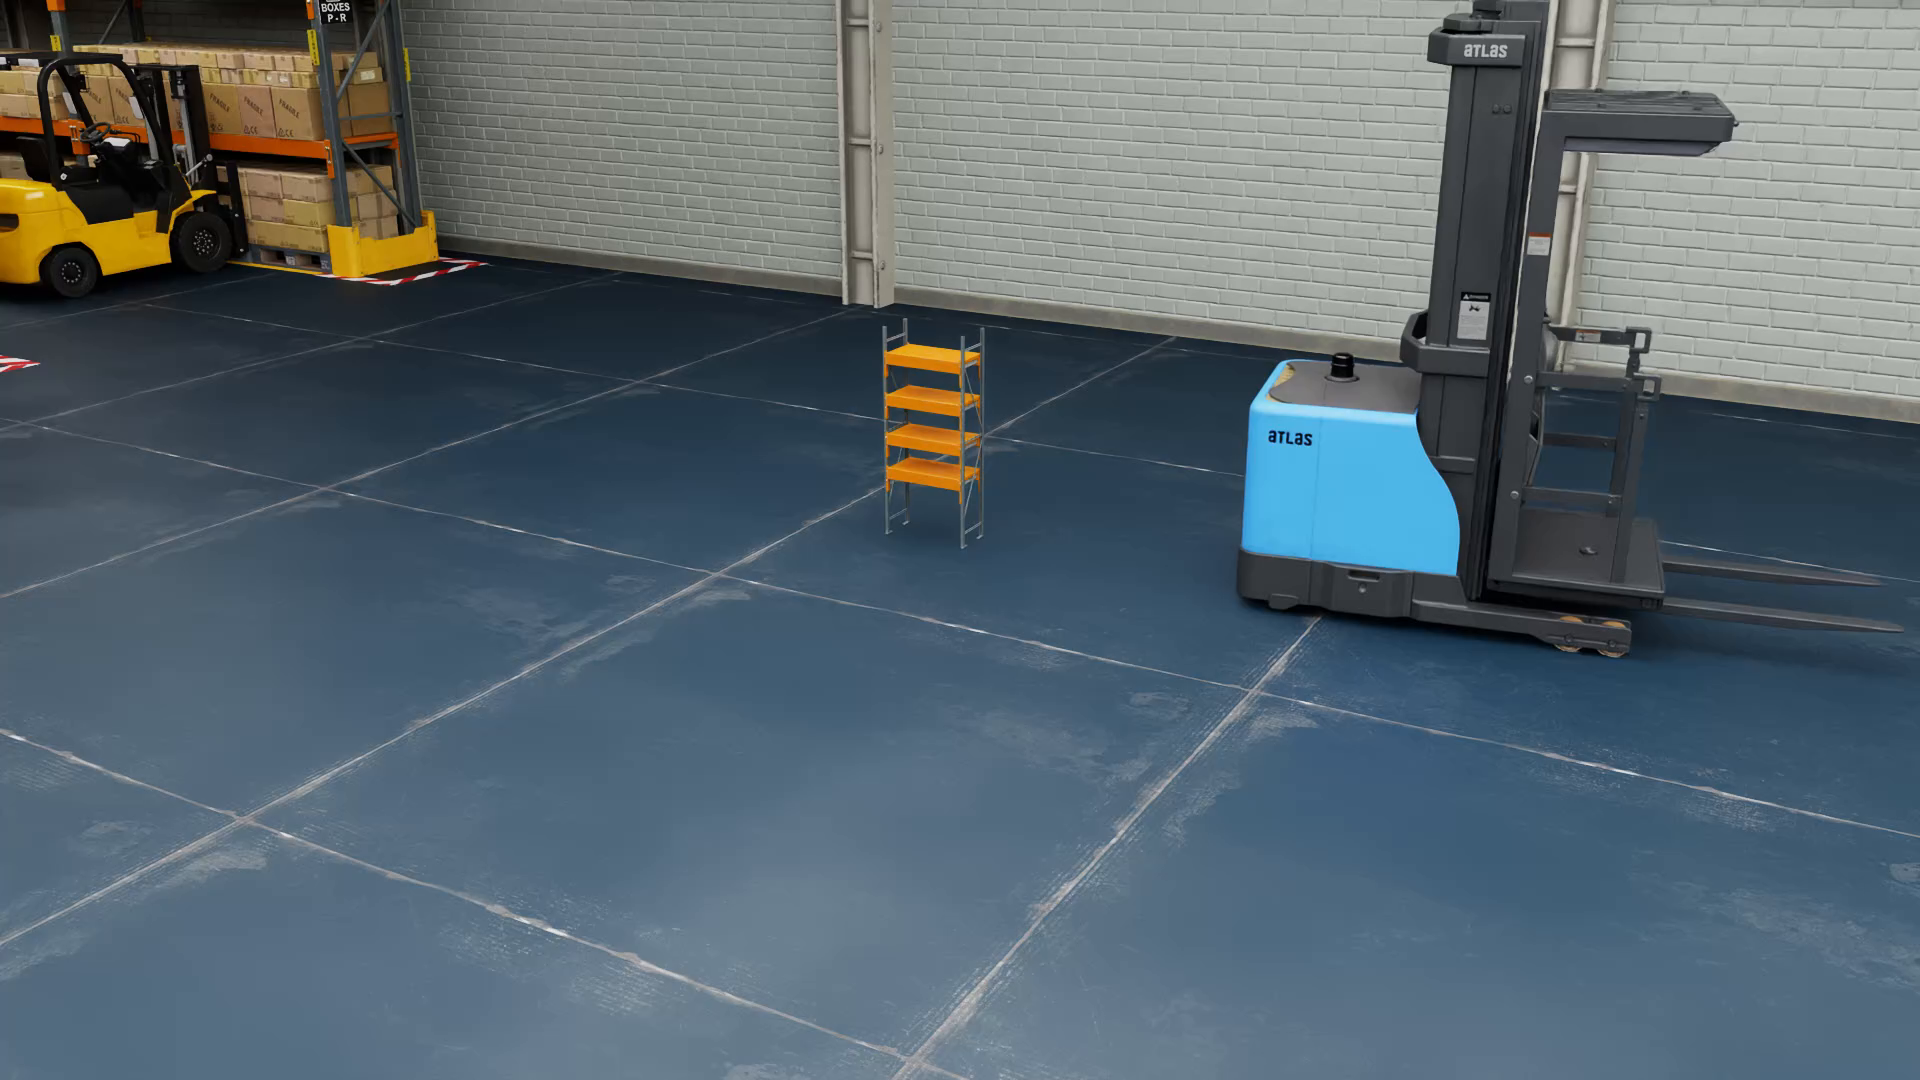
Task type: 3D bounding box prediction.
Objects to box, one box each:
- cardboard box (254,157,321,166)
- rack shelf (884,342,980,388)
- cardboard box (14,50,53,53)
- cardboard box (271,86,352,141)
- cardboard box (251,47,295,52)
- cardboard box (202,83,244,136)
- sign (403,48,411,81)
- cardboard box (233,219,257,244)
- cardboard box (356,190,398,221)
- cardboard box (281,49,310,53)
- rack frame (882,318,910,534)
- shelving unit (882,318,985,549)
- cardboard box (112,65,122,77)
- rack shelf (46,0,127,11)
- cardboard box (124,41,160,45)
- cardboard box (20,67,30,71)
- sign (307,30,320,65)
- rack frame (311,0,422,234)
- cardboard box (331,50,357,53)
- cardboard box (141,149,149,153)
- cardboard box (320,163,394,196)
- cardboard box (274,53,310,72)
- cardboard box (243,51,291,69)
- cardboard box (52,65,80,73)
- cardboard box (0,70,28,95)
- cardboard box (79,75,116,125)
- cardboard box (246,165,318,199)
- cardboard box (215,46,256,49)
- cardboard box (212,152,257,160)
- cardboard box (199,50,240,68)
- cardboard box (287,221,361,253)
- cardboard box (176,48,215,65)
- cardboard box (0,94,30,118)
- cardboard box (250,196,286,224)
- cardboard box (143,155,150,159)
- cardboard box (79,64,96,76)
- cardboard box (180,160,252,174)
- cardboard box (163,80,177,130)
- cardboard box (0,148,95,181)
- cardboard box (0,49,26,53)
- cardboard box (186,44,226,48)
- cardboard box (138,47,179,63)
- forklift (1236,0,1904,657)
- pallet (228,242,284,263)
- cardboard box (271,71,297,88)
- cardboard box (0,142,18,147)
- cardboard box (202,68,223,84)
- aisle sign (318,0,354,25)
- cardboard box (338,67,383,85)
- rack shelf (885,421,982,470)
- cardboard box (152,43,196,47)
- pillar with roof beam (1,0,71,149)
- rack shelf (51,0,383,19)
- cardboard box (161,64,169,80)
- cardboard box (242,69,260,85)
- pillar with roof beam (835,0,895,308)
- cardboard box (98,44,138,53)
[{"bbox_3d":[-7.110,-3.901,17.670,0.500,0.250,0.500,11,22,27],"label":"cardboard box"},{"bbox_3d":[-0.145,-0.961,9.102,0.480,0.148,0.258,11,23,27],"label":"rack shelf"},{"bbox_3d":[-10.694,-5.589,19.275,0.250,0.149,0.380,11,22,27],"label":"cardboard box"},{"bbox_3d":[-6.471,-4.272,16.597,0.500,0.500,0.500,10,22,26],"label":"cardboard box"},{"bbox_3d":[-7.183,-5.081,17.439,0.250,0.149,0.380,10,22,26],"label":"cardboard box"},{"bbox_3d":[-7.367,-4.446,17.077,0.500,0.500,0.500,10,22,26],"label":"cardboard box"},{"bbox_3d":[-5.637,-4.830,16.895,0.005,0.325,0.100,11,23,27],"label":"sign"},{"bbox_3d":[-7.339,-3.282,17.429,0.500,0.250,0.500,11,23,28],"label":"cardboard box"},{"bbox_3d":[-6.222,-3.501,17.302,0.500,0.250,0.500,11,23,28],"label":"cardboard box"},{"bbox_3d":[-6.760,-4.971,17.137,0.250,0.149,0.380,11,23,28],"label":"cardboard box"},{"bbox_3d":[-0.358,-0.632,9.348,0.015,1.200,0.240,11,23,27],"label":"rack frame"},{"bbox_3d":[-0.145,-0.592,9.236,0.503,1.200,0.258,11,23,27],"label":"shelving unit"},{"bbox_3d":[-8.787,-5.029,17.734,0.250,0.149,0.380,11,23,27],"label":"cardboard box"},{"bbox_3d":[-11.151,-6.291,18.965,4.000,0.370,1.077,11,23,27],"label":"rack shelf"},{"bbox_3d":[-8.979,-5.415,18.361,0.250,0.149,0.380,11,23,27],"label":"cardboard box"},{"bbox_3d":[-10.234,-5.323,18.543,0.250,0.149,0.380,11,23,27],"label":"cardboard box"},{"bbox_3d":[-6.190,-4.718,15.927,0.005,0.325,0.100,11,23,27],"label":"sign"},{"bbox_3d":[-5.913,-4.221,16.603,0.127,3.000,1.000,11,23,27],"label":"rack frame"},{"bbox_3d":[-6.304,-4.895,16.928,0.250,0.149,0.380,12,23,29],"label":"cardboard box"},{"bbox_3d":[-8.881,-4.237,18.597,0.500,0.250,0.500,11,23,28],"label":"cardboard box"},{"bbox_3d":[-6.240,-3.732,17.206,0.500,0.250,0.500,10,22,26],"label":"cardboard box"},{"bbox_3d":[-6.559,-4.742,16.504,0.250,0.149,0.380,11,23,27],"label":"cardboard box"},{"bbox_3d":[-6.982,-4.841,16.777,0.250,0.149,0.380,11,23,28],"label":"cardboard box"},{"bbox_3d":[-9.811,-5.229,18.284,0.250,0.149,0.380,12,23,29],"label":"cardboard box"},{"bbox_3d":[-10.411,-5.140,18.623,0.500,0.250,0.500,10,22,26],"label":"cardboard box"},{"bbox_3d":[-9.145,-4.782,18.003,0.500,0.500,0.500,10,22,26],"label":"cardboard box"},{"bbox_3d":[-6.916,-3.663,17.015,0.500,0.250,0.500,11,23,28],"label":"cardboard box"},{"bbox_3d":[-7.671,-5.141,17.605,0.250,0.149,0.380,12,23,29],"label":"cardboard box"},{"bbox_3d":[-7.996,-4.069,18.134,0.500,0.250,0.500,11,23,28],"label":"cardboard box"},{"bbox_3d":[-7.491,-4.892,16.919,0.250,0.149,0.380,11,23,28],"label":"cardboard box"},{"bbox_3d":[-6.477,-3.110,16.957,0.500,0.250,0.500,11,23,28],"label":"cardboard box"},{"bbox_3d":[-7.882,-5.010,17.244,0.250,0.149,0.380,11,23,28],"label":"cardboard box"},{"bbox_3d":[-10.414,-4.904,18.705,0.500,0.250,0.500,11,22,27],"label":"cardboard box"},{"bbox_3d":[-6.923,-3.436,17.121,0.500,0.250,0.500,11,22,27],"label":"cardboard box"},{"bbox_3d":[-8.694,-3.999,17.942,0.500,0.250,0.500,11,23,27],"label":"cardboard box"},{"bbox_3d":[-9.255,-5.107,17.948,0.250,0.149,0.380,10,22,26],"label":"cardboard box"},{"bbox_3d":[-7.800,-3.831,17.476,0.500,0.250,0.500,10,22,26],"label":"cardboard box"},{"bbox_3d":[-8.239,-4.616,17.546,0.500,0.500,0.500,11,22,27],"label":"cardboard box"},{"bbox_3d":[-10.540,-4.182,19.363,0.625,0.625,0.875,11,22,27],"label":"cardboard box"},{"bbox_3d":[-11.165,-5.660,19.472,0.250,0.149,0.380,12,23,29],"label":"cardboard box"},{"bbox_3d":[-8.077,-5.249,17.902,0.250,0.149,0.380,10,22,26],"label":"cardboard box"},{"bbox_3d":[-8.358,-5.072,17.415,0.250,0.149,0.380,10,22,26],"label":"cardboard box"},{"bbox_3d":[2.976,-1.029,7.903,3.031,2.935,1.130,7,21,18],"label":"forklift"},{"bbox_3d":[-7.662,-3.228,17.955,1.213,0.211,1.003,11,23,27],"label":"pallet"},{"bbox_3d":[-6.590,-4.581,16.498,0.250,0.149,0.380,11,23,28],"label":"cardboard box"},{"bbox_3d":[-11.785,-4.419,20.014,0.625,0.625,0.875,12,23,29],"label":"cardboard box"},{"bbox_3d":[-7.484,-4.754,16.973,0.250,0.149,0.380,11,23,28],"label":"cardboard box"},{"bbox_3d":[-5.999,-5.345,15.889,0.004,0.787,0.394,11,23,27],"label":"aisle sign"},{"bbox_3d":[-6.082,-4.707,16.844,0.250,0.149,0.380,10,22,26],"label":"cardboard box"},{"bbox_3d":[-0.145,-0.528,9.259,0.480,0.148,0.258,11,23,27],"label":"rack shelf"},{"bbox_3d":[-8.542,-5.321,18.101,0.250,0.149,0.380,11,22,27],"label":"cardboard box"},{"bbox_3d":[-13.419,-7.142,15.857,0.400,9.000,9.100,11,23,27],"label":"pillar with roof beam"},{"bbox_3d":[-7.659,-5.626,17.132,4.000,0.370,1.077,11,23,27],"label":"rack shelf"},{"bbox_3d":[-8.152,-4.886,17.337,0.250,0.149,0.380,10,22,26],"label":"cardboard box"},{"bbox_3d":[-6.997,-4.687,16.790,0.250,0.149,0.380,11,22,27],"label":"cardboard box"},{"bbox_3d":[-2.943,-5.146,10.356,0.400,9.000,9.100,11,23,27],"label":"pillar with roof beam"},{"bbox_3d":[-8.990,-5.226,17.838,0.250,0.149,0.380,11,23,28],"label":"cardboard box"}]
